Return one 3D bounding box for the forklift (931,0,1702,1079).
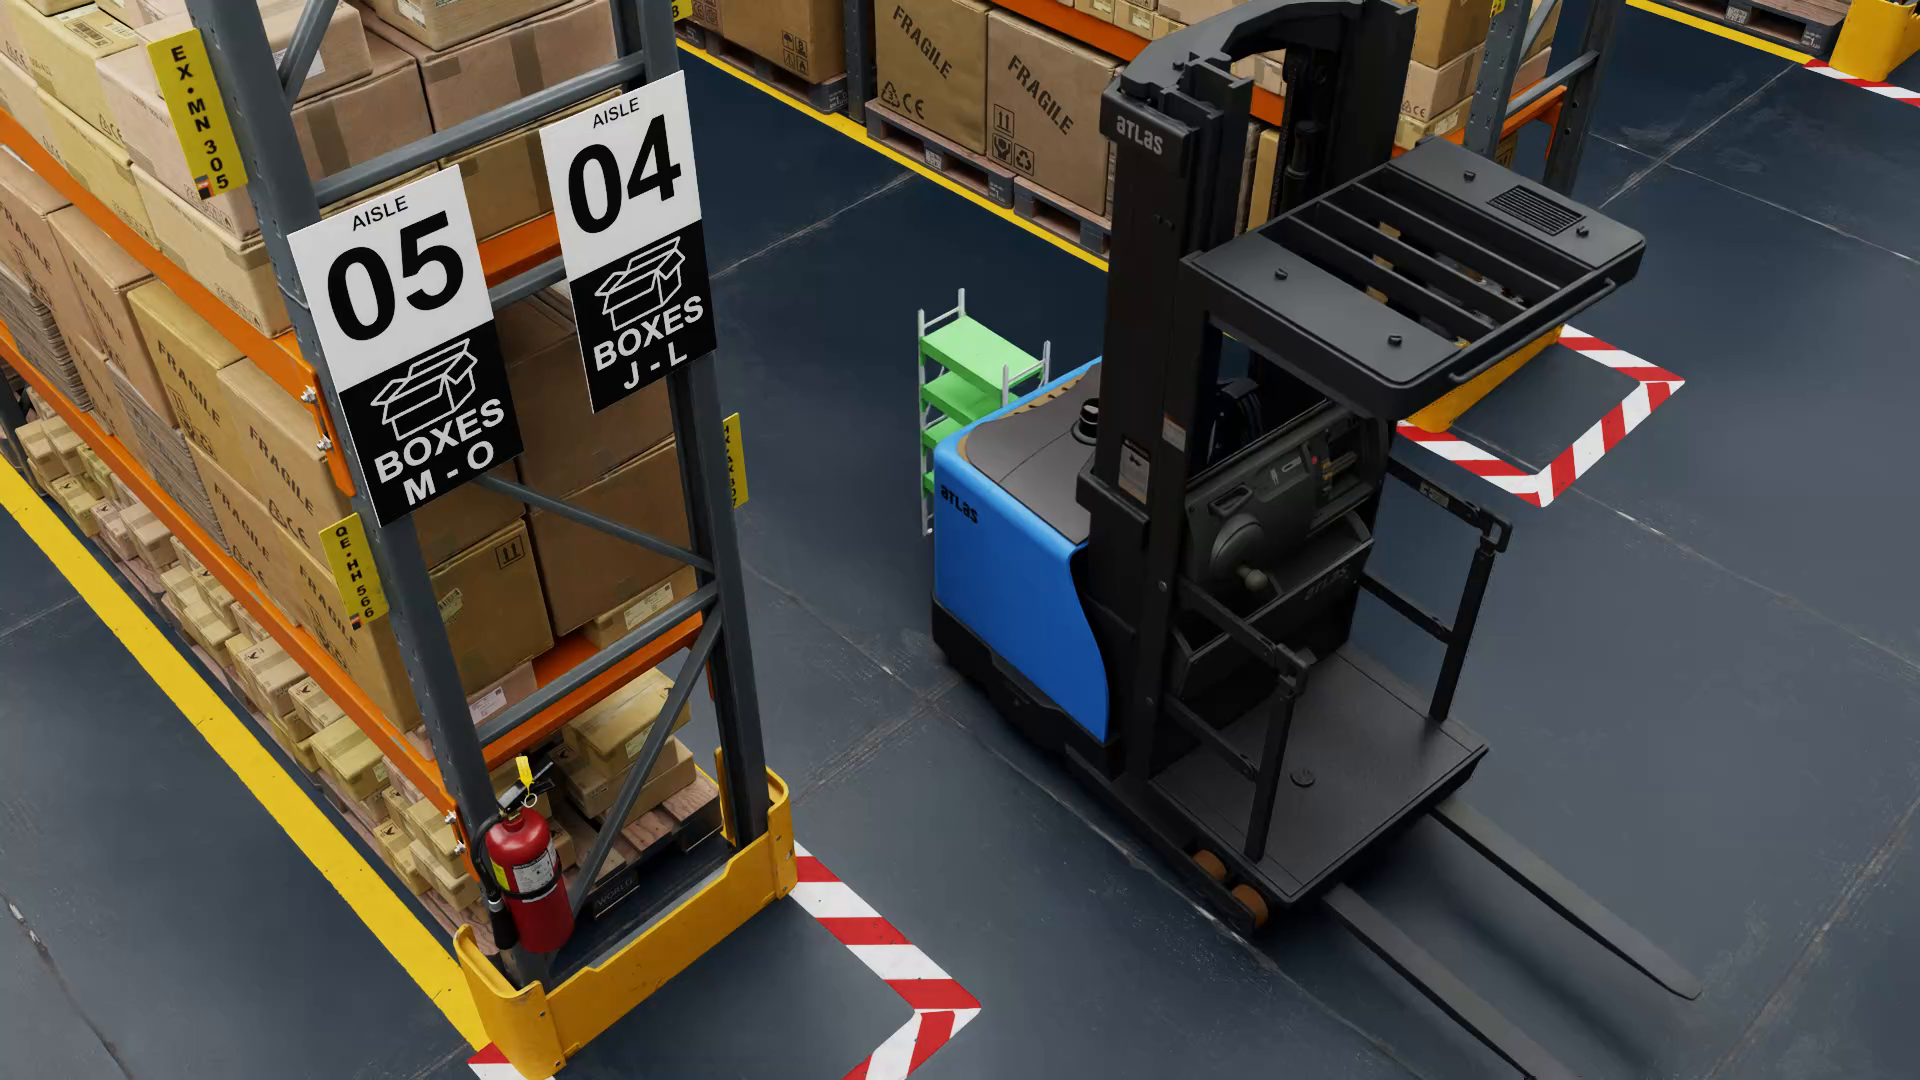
[{"bbox_3d":[1.210,-0.085,5.300,1.130,2.935,3.031,-29,50,-28],"label":"forklift"}]

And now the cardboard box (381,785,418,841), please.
[{"bbox_3d":[-1.763,0.879,5.777,0.250,0.149,0.380,33,52,31],"label":"cardboard box"}]

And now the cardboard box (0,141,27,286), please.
[{"bbox_3d":[-3.010,-1.239,5.468,0.500,0.500,0.500,-33,52,-31],"label":"cardboard box"}]

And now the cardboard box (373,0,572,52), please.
[{"bbox_3d":[-1.110,-1.277,3.778,0.250,0.149,0.380,34,52,31],"label":"cardboard box"}]

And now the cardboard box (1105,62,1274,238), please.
[{"bbox_3d":[1.390,-2.045,8.626,0.875,0.875,0.875,-34,53,-31],"label":"cardboard box"}]

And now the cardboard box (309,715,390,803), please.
[{"bbox_3d":[-2.005,0.694,5.759,0.250,0.149,0.380,33,52,31],"label":"cardboard box"}]

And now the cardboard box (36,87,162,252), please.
[{"bbox_3d":[-1.916,-1.016,4.157,0.500,0.250,0.500,-34,52,-31],"label":"cardboard box"}]

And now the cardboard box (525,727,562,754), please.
[{"bbox_3d":[-1.451,0.549,5.916,0.380,0.149,0.250,-33,52,-31],"label":"cardboard box"}]

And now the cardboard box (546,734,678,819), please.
[{"bbox_3d":[-1.230,0.773,5.893,0.380,0.149,0.250,-32,51,-30],"label":"cardboard box"}]

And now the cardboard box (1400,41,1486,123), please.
[{"bbox_3d":[2.011,-2.124,7.347,0.500,0.250,0.500,33,52,31],"label":"cardboard box"}]

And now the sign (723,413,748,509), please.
[{"bbox_3d":[-0.658,-0.214,4.751,0.100,0.325,0.005,-34,53,-31],"label":"sign"}]

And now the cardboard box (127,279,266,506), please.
[{"bbox_3d":[-1.899,-0.493,4.661,0.500,0.500,0.500,32,52,30],"label":"cardboard box"}]

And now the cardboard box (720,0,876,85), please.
[{"bbox_3d":[-0.750,-3.558,10.264,1.225,0.875,0.875,-34,52,-31],"label":"cardboard box"}]

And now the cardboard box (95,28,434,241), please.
[{"bbox_3d":[-1.548,-0.965,3.734,0.500,0.250,0.500,33,52,30],"label":"cardboard box"}]

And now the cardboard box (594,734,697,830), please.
[{"bbox_3d":[-1.186,0.852,6.027,0.380,0.149,0.250,-33,52,-31],"label":"cardboard box"}]

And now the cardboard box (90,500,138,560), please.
[{"bbox_3d":[-3.437,-0.114,7.071,0.250,0.149,0.380,34,52,31],"label":"cardboard box"}]

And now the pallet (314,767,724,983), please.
[{"bbox_3d":[-1.645,0.944,6.190,1.003,0.211,1.213,-34,53,-31],"label":"pallet"}]

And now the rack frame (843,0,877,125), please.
[{"bbox_3d":[-0.284,-3.886,9.363,1.000,3.000,0.127,-34,53,-31],"label":"rack frame"}]

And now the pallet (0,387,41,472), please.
[{"bbox_3d":[-4.418,-0.907,8.194,1.003,0.211,1.213,-34,53,-31],"label":"pallet"}]

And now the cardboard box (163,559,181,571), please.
[{"bbox_3d":[-3.032,0.006,6.723,0.380,0.149,0.250,-32,51,-30],"label":"cardboard box"}]

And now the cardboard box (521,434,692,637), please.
[{"bbox_3d":[-1.164,-0.130,5.005,0.500,0.500,0.500,-32,51,-30],"label":"cardboard box"}]

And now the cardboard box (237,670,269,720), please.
[{"bbox_3d":[-2.527,0.515,6.391,0.380,0.149,0.250,-33,52,-31],"label":"cardboard box"}]

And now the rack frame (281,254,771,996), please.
[{"bbox_3d":[-1.042,0.364,4.763,1.000,3.000,0.127,-34,53,-31],"label":"rack frame"}]

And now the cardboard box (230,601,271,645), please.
[{"bbox_3d":[-2.480,0.257,6.232,0.250,0.149,0.380,32,52,30],"label":"cardboard box"}]

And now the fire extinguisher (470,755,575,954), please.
[{"bbox_3d":[-1.191,0.872,4.546,0.296,0.674,0.183,-34,53,-31],"label":"fire extinguisher"}]

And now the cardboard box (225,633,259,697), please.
[{"bbox_3d":[-2.528,0.407,6.288,0.380,0.149,0.250,-31,51,-29],"label":"cardboard box"}]

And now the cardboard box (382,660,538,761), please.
[{"bbox_3d":[-1.473,0.435,4.871,0.380,0.149,0.250,-34,53,-31],"label":"cardboard box"}]

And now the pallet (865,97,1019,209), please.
[{"bbox_3d":[0.198,-2.459,9.873,1.003,0.211,1.213,-34,53,-31],"label":"pallet"}]

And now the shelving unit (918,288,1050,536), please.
[{"bbox_3d":[0.090,-0.394,6.910,0.258,1.200,0.503,-32,51,-30],"label":"shelving unit"}]

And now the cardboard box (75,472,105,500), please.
[{"bbox_3d":[-3.595,-0.368,7.128,0.380,0.149,0.250,-34,52,-31],"label":"cardboard box"}]

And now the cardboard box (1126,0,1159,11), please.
[{"bbox_3d":[0.923,-2.861,8.145,0.500,0.250,0.500,-34,52,-31],"label":"cardboard box"}]

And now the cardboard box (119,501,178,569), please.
[{"bbox_3d":[-3.082,-0.084,6.601,0.380,0.149,0.250,-33,52,-30],"label":"cardboard box"}]

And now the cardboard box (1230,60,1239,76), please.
[{"bbox_3d":[1.334,-2.376,7.913,0.250,0.149,0.380,33,52,31],"label":"cardboard box"}]

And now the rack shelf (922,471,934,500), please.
[{"bbox_3d":[0.090,-0.171,7.116,0.258,0.148,0.480,-32,51,-30],"label":"rack shelf"}]

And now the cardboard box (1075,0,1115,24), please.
[{"bbox_3d":[0.791,-2.744,8.312,0.250,0.149,0.380,33,52,30],"label":"cardboard box"}]

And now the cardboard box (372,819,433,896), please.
[{"bbox_3d":[-1.815,1.029,5.835,0.380,0.149,0.250,-32,52,-30],"label":"cardboard box"}]

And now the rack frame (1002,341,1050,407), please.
[{"bbox_3d":[0.255,-0.272,6.777,0.240,1.200,0.015,-32,51,-30],"label":"rack frame"}]

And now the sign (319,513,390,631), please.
[{"bbox_3d":[-1.449,0.079,3.985,0.100,0.325,0.005,-34,53,-31],"label":"sign"}]

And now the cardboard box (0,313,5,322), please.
[{"bbox_3d":[-3.341,-1.111,6.066,0.500,0.500,0.500,-34,53,-31],"label":"cardboard box"}]

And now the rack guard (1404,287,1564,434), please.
[{"bbox_3d":[2.558,-1.035,8.119,1.175,0.500,0.348,-34,53,-31],"label":"rack guard"}]

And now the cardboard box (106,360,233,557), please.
[{"bbox_3d":[-2.267,-0.363,5.258,0.500,0.500,0.500,-34,52,-31],"label":"cardboard box"}]

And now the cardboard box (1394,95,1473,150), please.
[{"bbox_3d":[2.056,-1.886,7.383,0.380,0.149,0.250,-33,52,-31],"label":"cardboard box"}]

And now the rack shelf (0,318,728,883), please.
[{"bbox_3d":[-2.455,-0.333,6.047,1.077,0.370,4.000,-34,53,-31],"label":"rack shelf"}]

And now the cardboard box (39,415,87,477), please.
[{"bbox_3d":[-3.618,-0.458,7.006,0.380,0.149,0.250,-31,51,-29],"label":"cardboard box"}]

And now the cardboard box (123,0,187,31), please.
[{"bbox_3d":[-1.605,-1.187,3.679,0.380,0.149,0.250,-33,52,-31],"label":"cardboard box"}]
